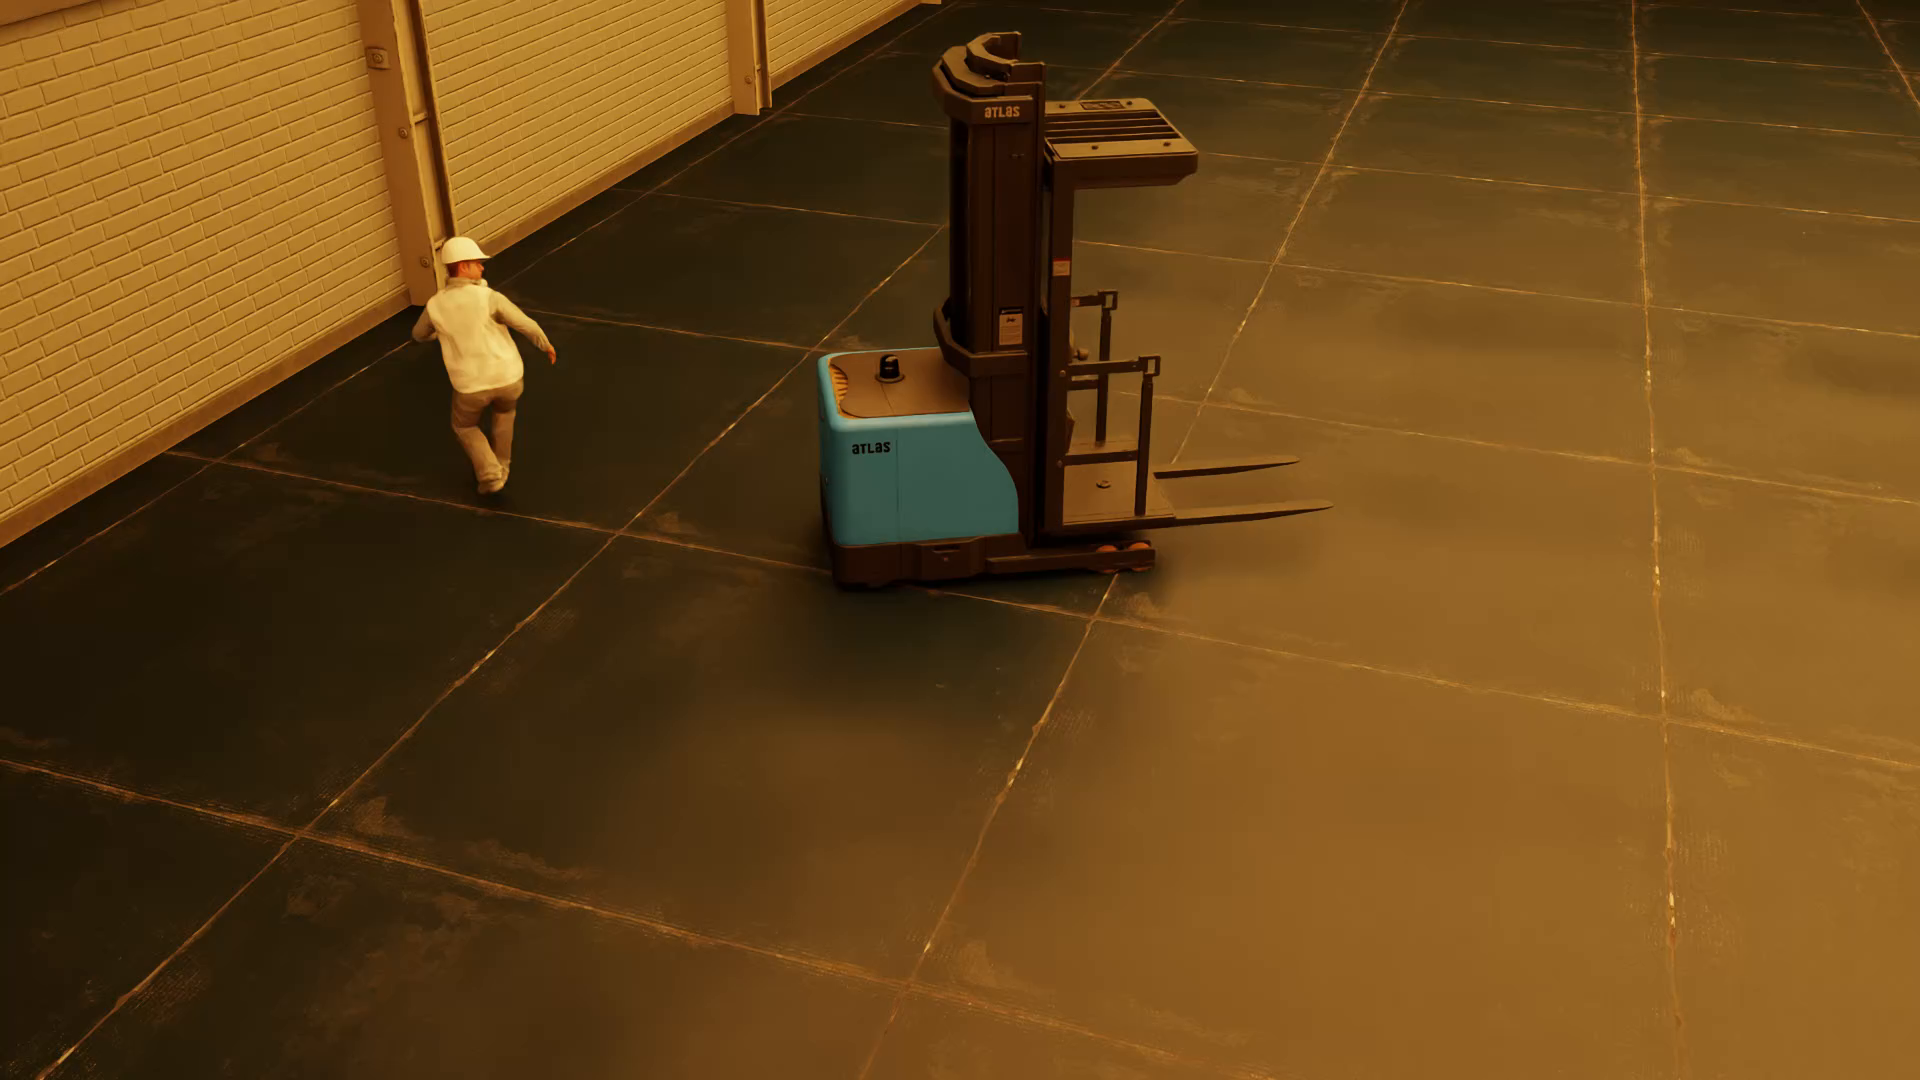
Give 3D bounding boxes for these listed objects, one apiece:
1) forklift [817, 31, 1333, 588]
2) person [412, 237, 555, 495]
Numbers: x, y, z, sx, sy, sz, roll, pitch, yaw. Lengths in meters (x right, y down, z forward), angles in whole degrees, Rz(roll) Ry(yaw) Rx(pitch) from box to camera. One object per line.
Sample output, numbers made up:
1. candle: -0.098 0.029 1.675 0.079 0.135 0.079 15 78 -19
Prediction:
1. forklift: 0.702 -1.329 9.467 3.031 2.935 1.130 -5 30 -8
2. person: -2.928 -1.106 10.369 0.798 1.652 0.782 -8 31 -14
